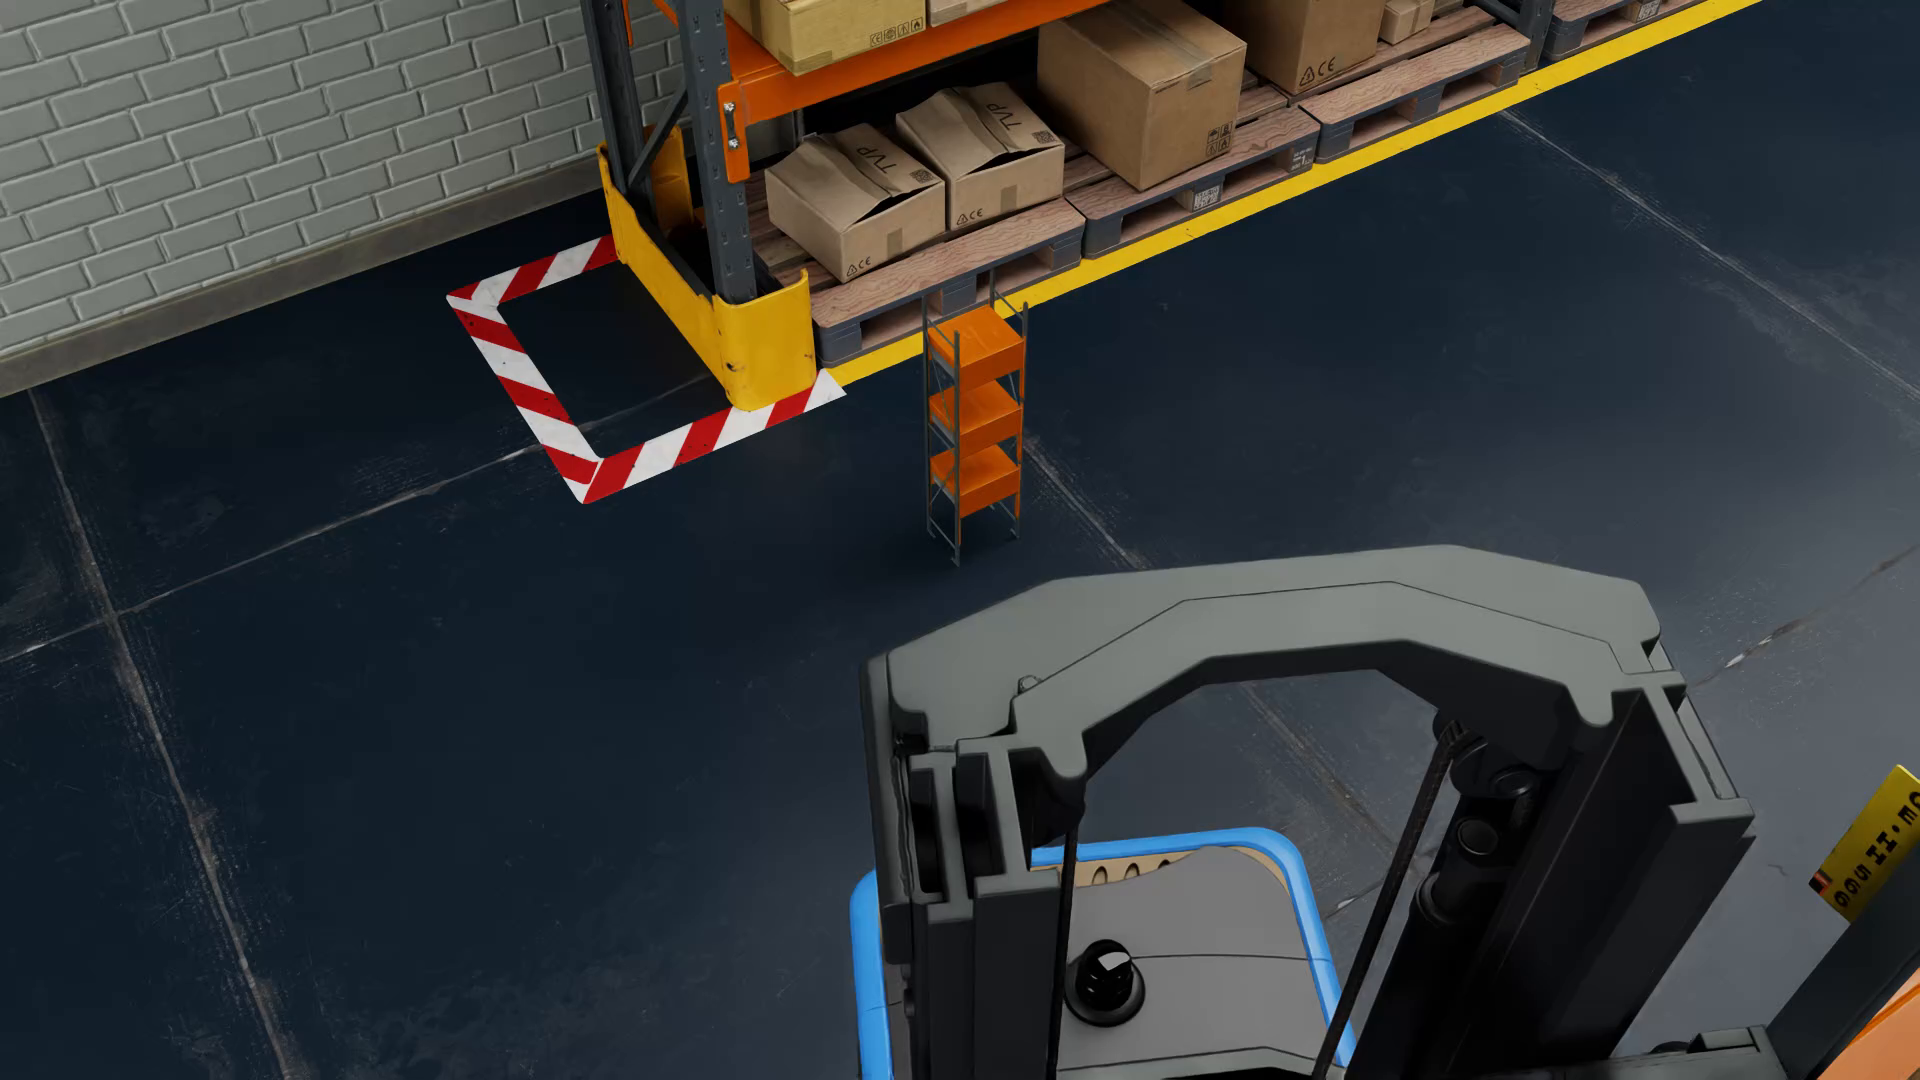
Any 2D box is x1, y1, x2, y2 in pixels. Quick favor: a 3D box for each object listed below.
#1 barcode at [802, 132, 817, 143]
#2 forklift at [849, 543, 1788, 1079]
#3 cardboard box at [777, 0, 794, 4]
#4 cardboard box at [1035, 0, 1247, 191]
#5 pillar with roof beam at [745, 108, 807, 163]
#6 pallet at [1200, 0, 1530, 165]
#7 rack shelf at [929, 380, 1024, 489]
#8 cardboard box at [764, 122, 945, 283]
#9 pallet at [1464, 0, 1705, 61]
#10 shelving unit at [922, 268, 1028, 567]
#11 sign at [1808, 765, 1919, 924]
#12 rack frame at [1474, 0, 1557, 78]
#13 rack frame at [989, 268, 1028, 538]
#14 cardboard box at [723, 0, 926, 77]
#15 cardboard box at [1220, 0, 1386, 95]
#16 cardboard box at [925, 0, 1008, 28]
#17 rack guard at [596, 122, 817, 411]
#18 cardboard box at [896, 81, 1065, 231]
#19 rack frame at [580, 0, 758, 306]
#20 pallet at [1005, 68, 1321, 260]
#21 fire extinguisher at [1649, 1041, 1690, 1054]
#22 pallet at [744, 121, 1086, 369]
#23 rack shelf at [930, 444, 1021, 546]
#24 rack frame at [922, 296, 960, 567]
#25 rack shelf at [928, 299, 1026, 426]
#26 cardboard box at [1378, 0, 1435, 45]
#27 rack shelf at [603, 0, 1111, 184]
[{"bbox_3d":[-0.603,-1.598,6.664,0.075,0.075,0.001,-25,53,-21],"label":"barcode"},{"bbox_3d":[0.427,1.517,2.437,1.130,2.935,3.031,-5,49,-4],"label":"forklift"},{"bbox_3d":[-0.474,-2.070,5.170,0.500,0.500,0.500,-25,53,-21],"label":"cardboard box"},{"bbox_3d":[0.724,-1.886,6.800,0.500,0.500,0.700,-28,54,-23],"label":"cardboard box"},{"bbox_3d":[1.389,-1.965,1.474,0.400,9.000,9.100,-25,53,-21],"label":"pillar with roof beam"},{"bbox_3d":[1.796,-2.240,7.604,1.213,0.211,1.003,-25,53,-21],"label":"pallet"},{"bbox_3d":[0.045,-0.363,5.385,0.240,0.259,0.215,-25,53,-21],"label":"rack shelf"},{"bbox_3d":[-0.405,-1.335,6.436,0.500,0.311,0.500,-31,55,-25],"label":"cardboard box"},{"bbox_3d":[3.003,-2.842,8.139,1.213,0.211,1.003,-25,53,-21],"label":"pallet"},{"bbox_3d":[0.045,-0.370,5.377,0.252,1.050,0.215,-25,53,-21],"label":"shelving unit"},{"bbox_3d":[1.330,0.451,2.406,0.005,0.325,0.100,-25,53,-21],"label":"sign"},{"bbox_3d":[2.345,-3.458,6.821,0.127,3.000,1.000,-25,53,-21],"label":"rack frame"},{"bbox_3d":[0.148,-0.419,5.420,0.008,1.050,0.200,-25,53,-21],"label":"rack frame"},{"bbox_3d":[-0.456,-1.815,5.444,0.500,0.250,0.500,-27,54,-22],"label":"cardboard box"},{"bbox_3d":[1.488,-2.334,7.199,0.500,0.500,0.500,-29,54,-23],"label":"cardboard box"},{"bbox_3d":[-0.024,-2.031,5.637,0.500,0.250,0.500,-27,54,-22],"label":"cardboard box"},{"bbox_3d":[-0.974,-1.063,6.362,0.348,0.500,1.175,-25,53,-21],"label":"rack guard"},{"bbox_3d":[0.077,-1.562,6.638,0.500,0.311,0.500,-21,52,-18],"label":"cardboard box"},{"bbox_3d":[-1.038,-1.864,5.401,0.127,3.000,1.000,-25,53,-21],"label":"rack frame"},{"bbox_3d":[0.763,-1.751,7.168,1.213,0.211,1.003,-25,53,-21],"label":"pallet"},{"bbox_3d":[1.260,1.043,2.865,0.183,0.674,0.296,-25,53,-21],"label":"fire extinguisher"},{"bbox_3d":[-0.268,-1.268,6.738,1.213,0.211,1.003,-25,53,-21],"label":"pallet"},{"bbox_3d":[0.045,-0.179,5.592,0.240,0.259,0.215,-25,53,-21],"label":"rack shelf"},{"bbox_3d":[-0.058,-0.322,5.334,0.008,1.050,0.200,-25,53,-21],"label":"rack frame"},{"bbox_3d":[0.045,-0.552,5.173,0.240,0.259,0.215,-25,53,-21],"label":"rack shelf"},{"bbox_3d":[1.908,-2.430,7.508,0.250,0.166,0.380,-32,56,-25],"label":"cardboard box"},{"bbox_3d":[0.653,-2.422,6.380,4.000,0.370,1.077,-25,53,-21],"label":"rack shelf"}]
